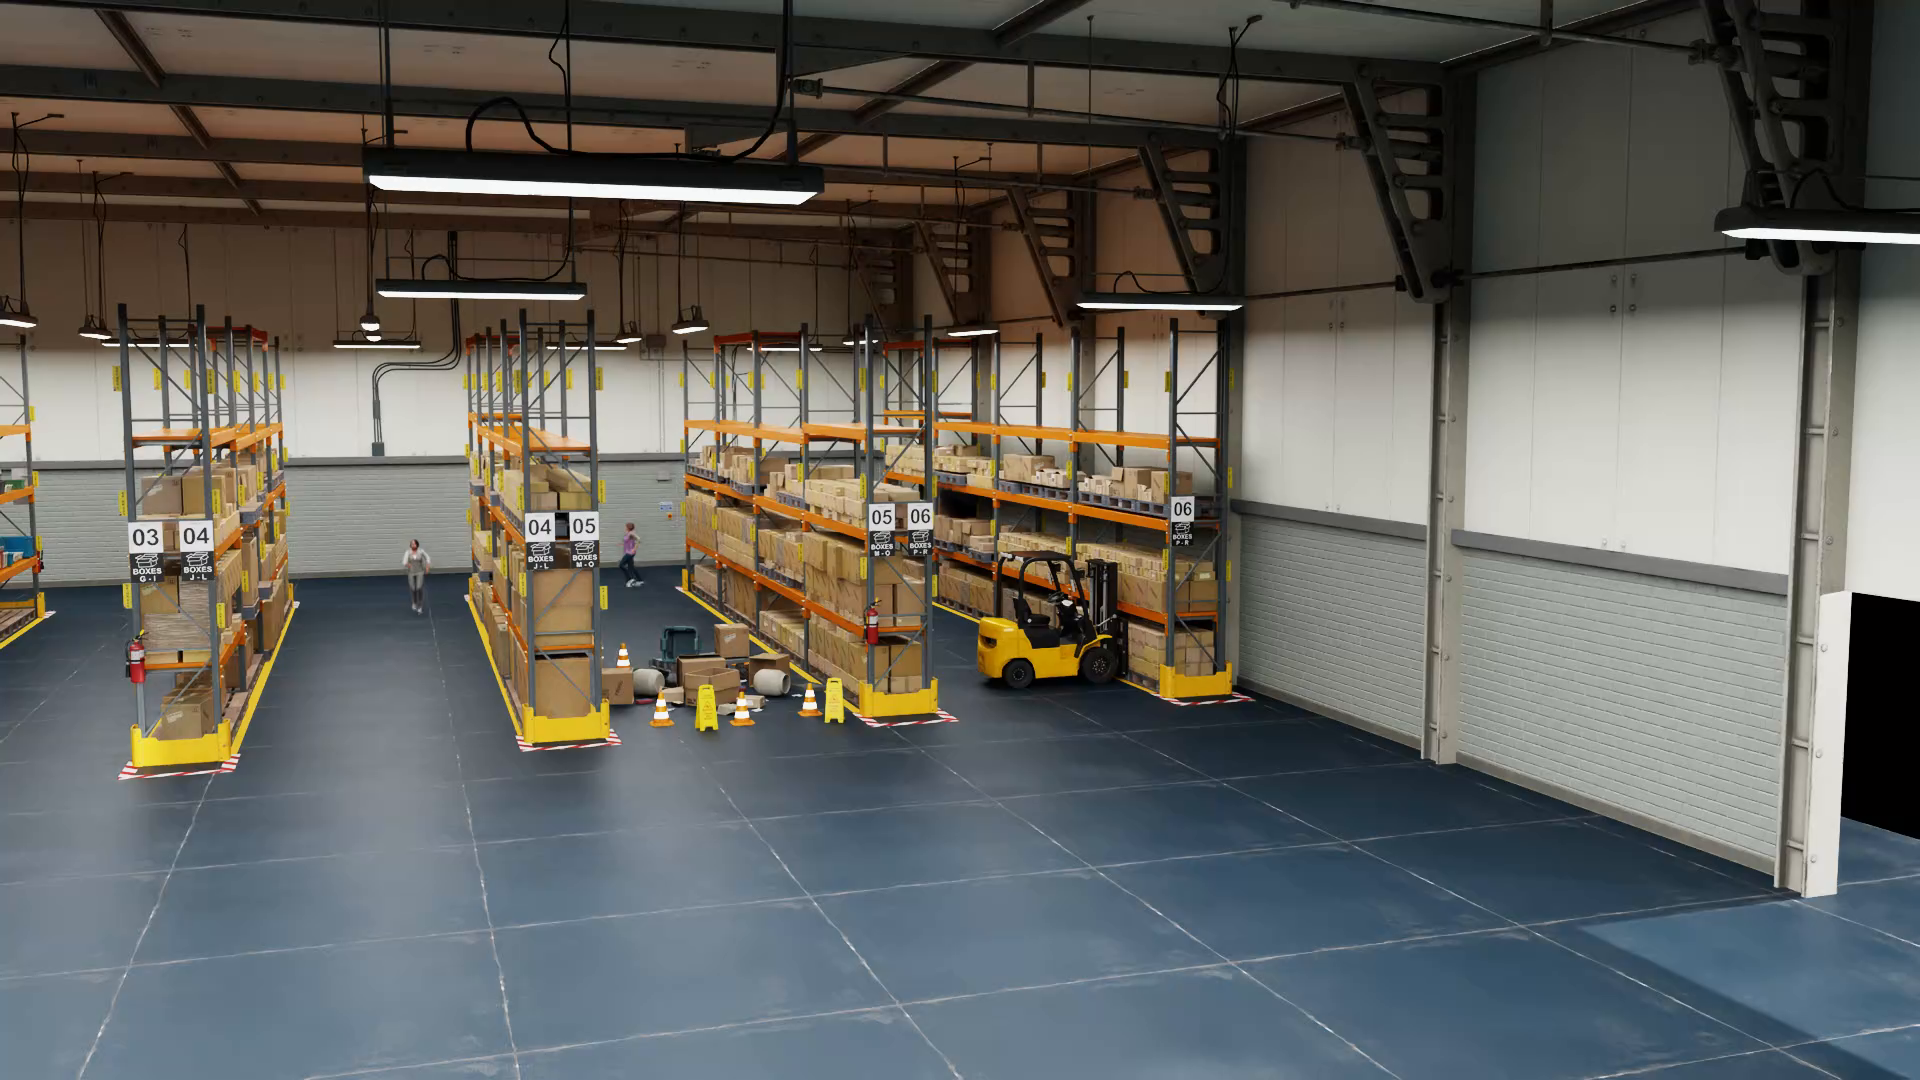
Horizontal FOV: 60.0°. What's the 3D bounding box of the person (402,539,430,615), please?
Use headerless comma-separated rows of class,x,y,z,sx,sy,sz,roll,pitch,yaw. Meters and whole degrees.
person,-11.809,0.801,36.104,0.551,1.657,0.711,-1,6,-12

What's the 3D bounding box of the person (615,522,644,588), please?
person,-8.053,0.365,40.506,0.672,1.611,0.508,-2,6,-18
